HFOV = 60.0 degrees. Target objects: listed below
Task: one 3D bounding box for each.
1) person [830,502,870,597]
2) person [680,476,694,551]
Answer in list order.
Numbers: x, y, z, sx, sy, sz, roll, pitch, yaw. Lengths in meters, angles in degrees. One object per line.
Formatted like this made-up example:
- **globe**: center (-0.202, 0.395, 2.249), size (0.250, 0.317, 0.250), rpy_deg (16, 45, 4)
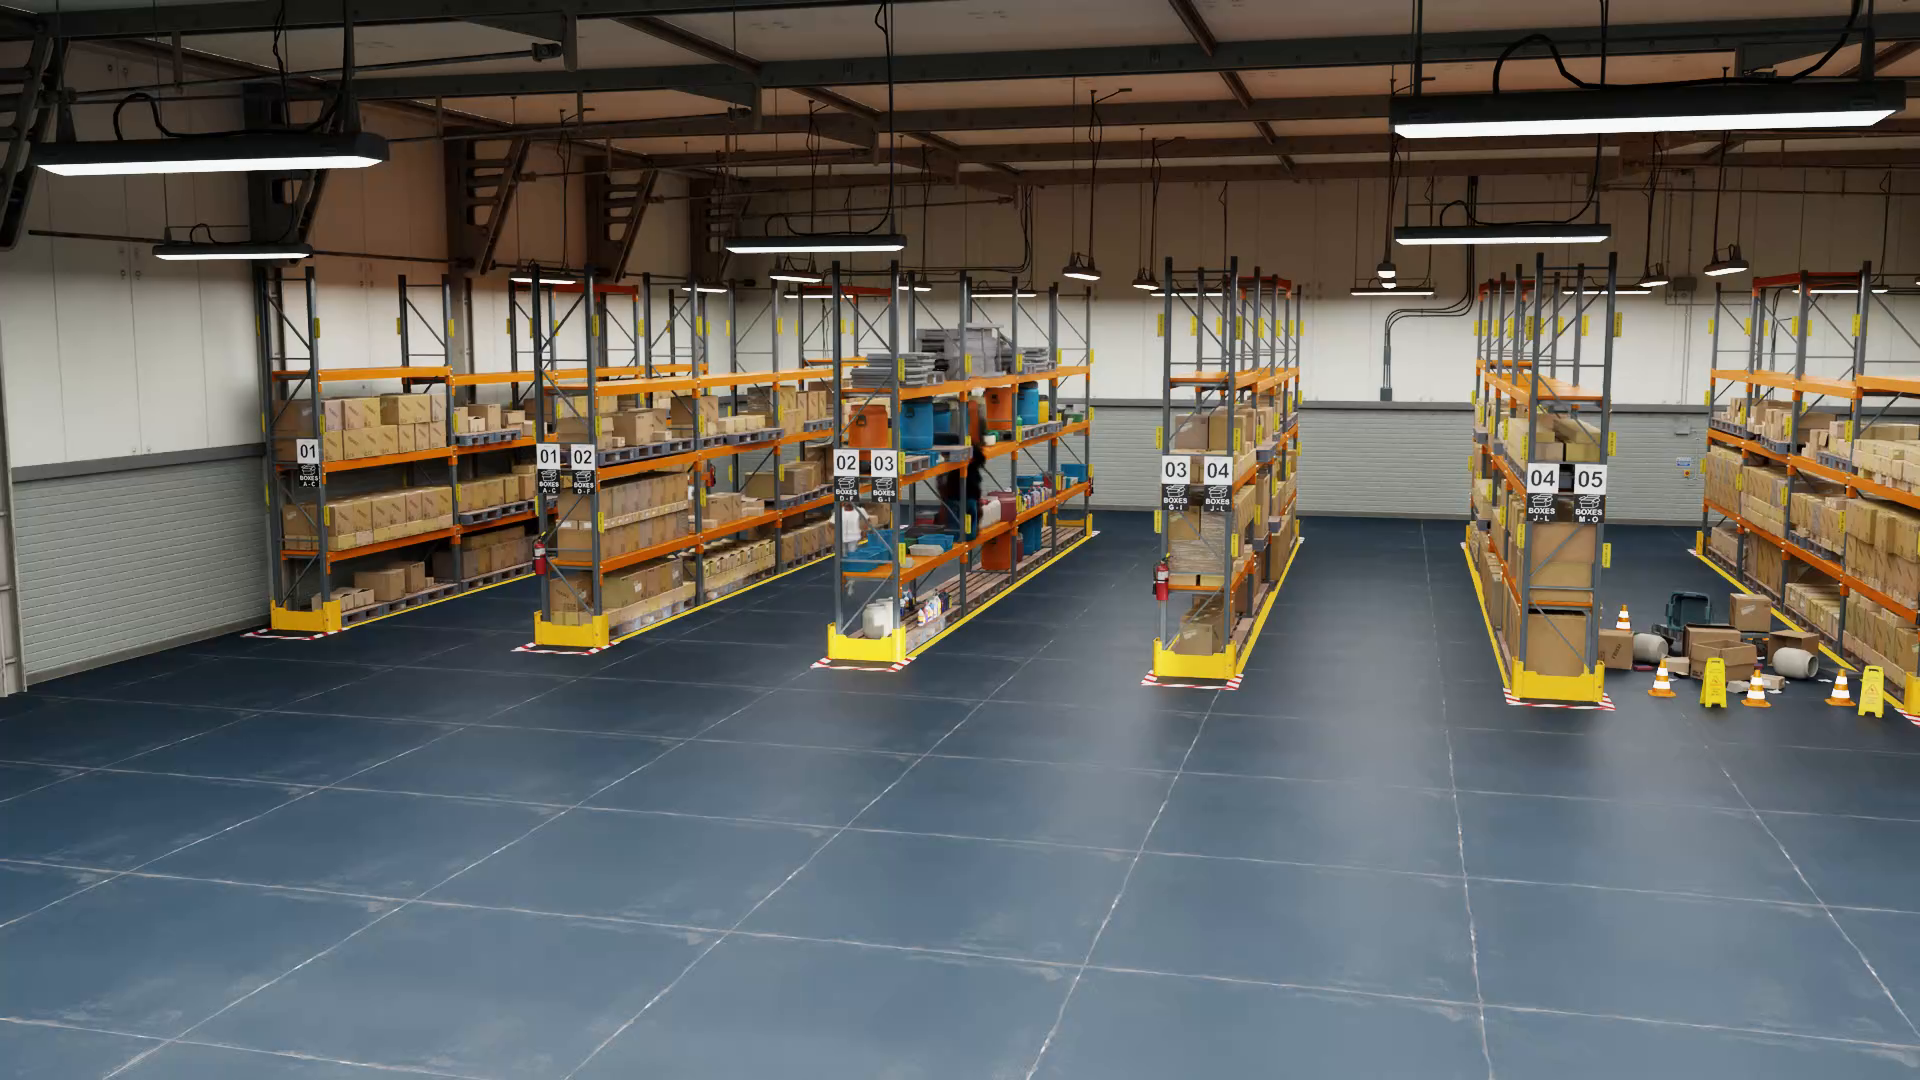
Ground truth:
- **person**: center (-2.002, 0.053, 29.847), size (0.677, 1.853, 0.712), rpy_deg (1, 7, 9)
- **person**: center (-6.220, -0.634, 37.775), size (0.700, 1.729, 0.583), rpy_deg (1, 7, 8)
